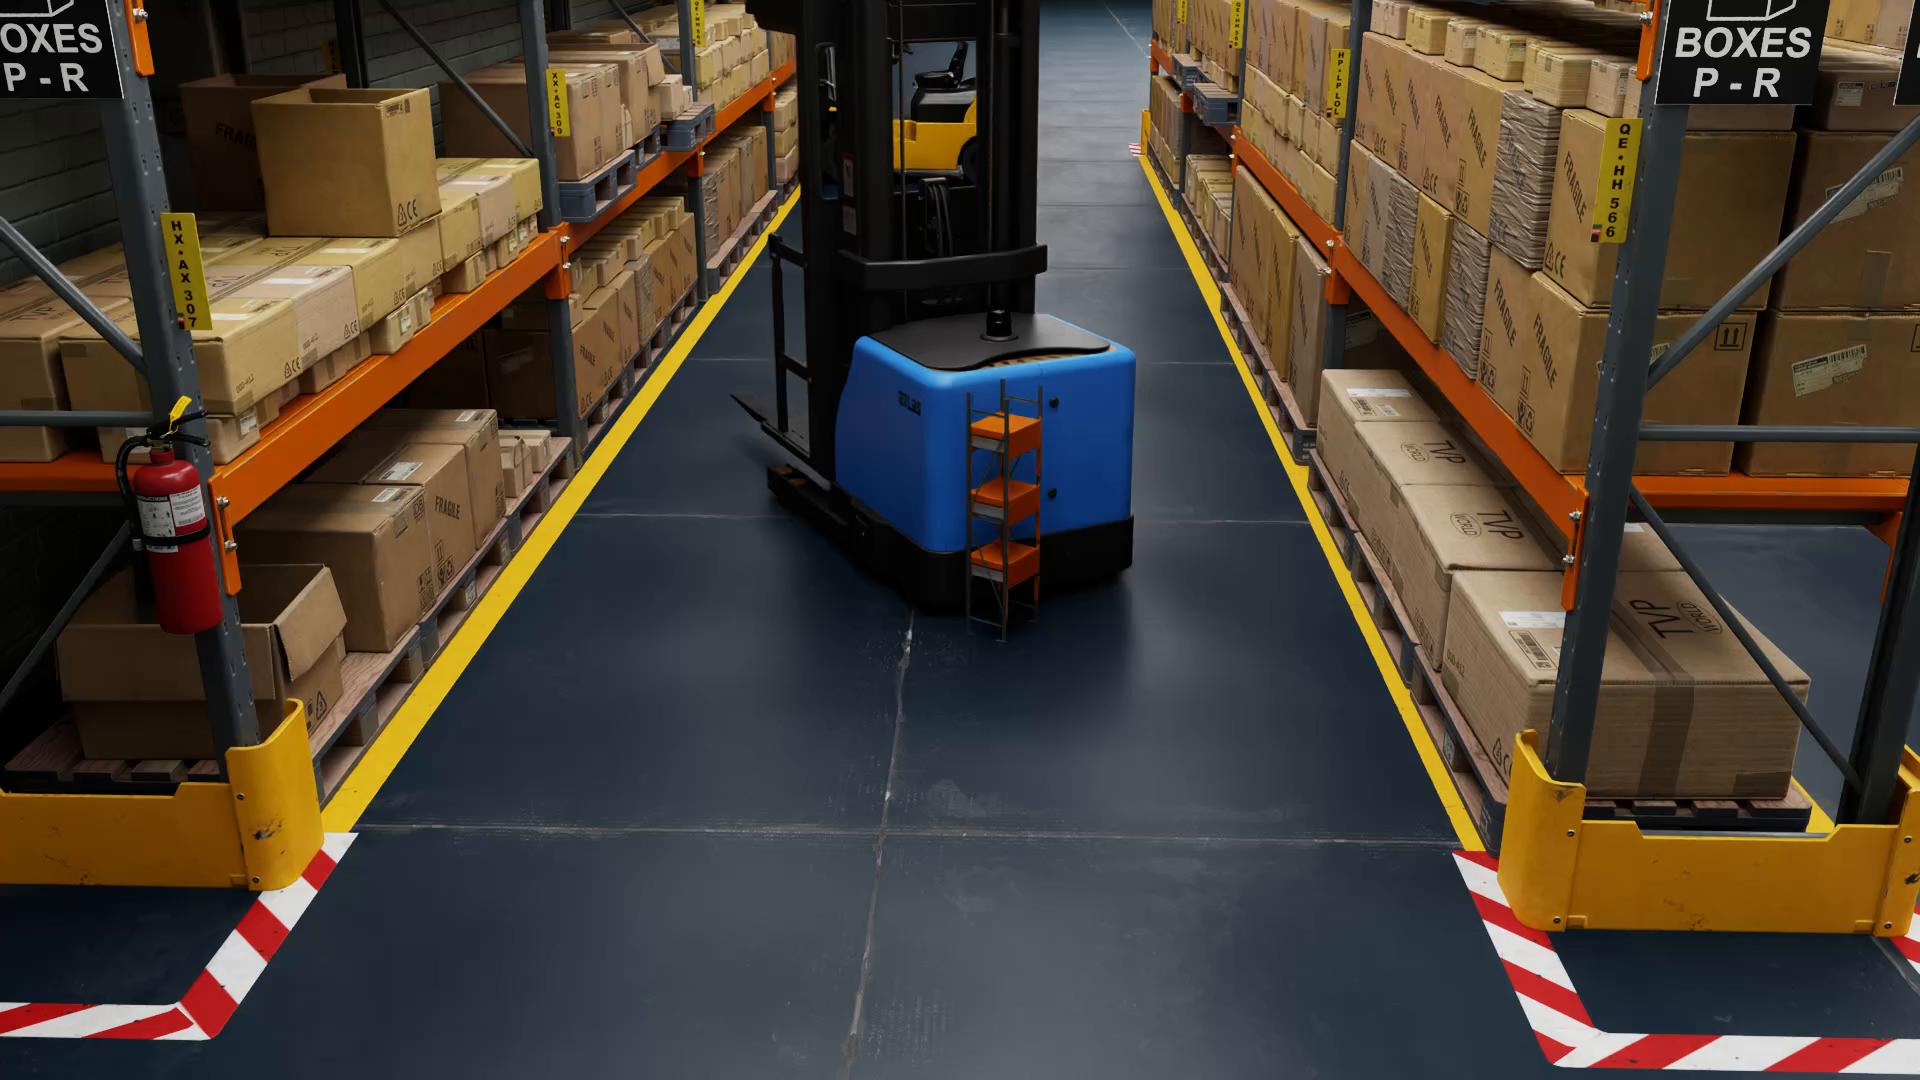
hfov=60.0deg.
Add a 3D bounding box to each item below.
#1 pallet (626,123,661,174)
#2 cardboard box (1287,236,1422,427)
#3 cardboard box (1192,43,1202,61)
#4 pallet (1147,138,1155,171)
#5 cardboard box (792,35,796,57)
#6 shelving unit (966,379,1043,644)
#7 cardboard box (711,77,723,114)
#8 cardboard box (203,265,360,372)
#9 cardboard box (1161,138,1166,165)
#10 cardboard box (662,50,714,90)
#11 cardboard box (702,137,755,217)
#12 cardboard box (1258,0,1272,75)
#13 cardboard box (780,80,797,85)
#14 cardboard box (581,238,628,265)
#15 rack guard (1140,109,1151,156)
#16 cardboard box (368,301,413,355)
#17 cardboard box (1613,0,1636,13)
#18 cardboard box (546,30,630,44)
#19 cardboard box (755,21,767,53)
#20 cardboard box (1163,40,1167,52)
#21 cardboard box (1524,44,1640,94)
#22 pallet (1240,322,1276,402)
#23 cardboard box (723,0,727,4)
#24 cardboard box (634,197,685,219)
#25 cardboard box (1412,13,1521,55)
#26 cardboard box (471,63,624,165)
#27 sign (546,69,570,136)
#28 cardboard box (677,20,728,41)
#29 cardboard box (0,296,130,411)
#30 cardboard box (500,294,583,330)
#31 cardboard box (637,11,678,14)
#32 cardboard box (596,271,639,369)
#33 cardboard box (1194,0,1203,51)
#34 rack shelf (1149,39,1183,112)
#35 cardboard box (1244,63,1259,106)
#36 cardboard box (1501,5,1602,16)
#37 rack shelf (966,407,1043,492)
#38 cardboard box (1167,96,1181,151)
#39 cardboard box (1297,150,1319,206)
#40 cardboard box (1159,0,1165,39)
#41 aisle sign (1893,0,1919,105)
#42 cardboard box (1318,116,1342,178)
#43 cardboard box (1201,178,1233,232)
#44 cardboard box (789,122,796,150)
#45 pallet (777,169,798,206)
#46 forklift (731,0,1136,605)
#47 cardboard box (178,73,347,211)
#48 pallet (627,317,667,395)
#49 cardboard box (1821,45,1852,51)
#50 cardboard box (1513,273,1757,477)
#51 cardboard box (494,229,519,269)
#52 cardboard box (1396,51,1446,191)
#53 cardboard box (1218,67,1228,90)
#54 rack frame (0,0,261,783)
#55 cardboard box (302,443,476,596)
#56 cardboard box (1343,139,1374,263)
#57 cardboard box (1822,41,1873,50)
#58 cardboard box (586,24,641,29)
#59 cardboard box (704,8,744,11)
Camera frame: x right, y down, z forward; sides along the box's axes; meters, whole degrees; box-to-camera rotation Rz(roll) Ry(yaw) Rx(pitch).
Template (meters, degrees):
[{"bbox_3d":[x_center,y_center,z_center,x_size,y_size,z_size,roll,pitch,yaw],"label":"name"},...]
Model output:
[{"bbox_3d":[-2.491,-2.441,10.438,1.003,0.211,1.213,1,21,2],"label":"pallet"},{"bbox_3d":[2.342,-1.164,9.239,0.875,0.875,0.875,1,21,3],"label":"cardboard box"},{"bbox_3d":[2.298,-4.419,15.037,0.380,0.149,0.250,1,21,3],"label":"cardboard box"},{"bbox_3d":[2.706,-4.452,19.211,1.003,0.211,1.213,1,21,2],"label":"pallet"},{"bbox_3d":[-1.990,-5.437,17.757,0.500,0.500,0.500,1,21,2],"label":"cardboard box"},{"bbox_3d":[0.181,-0.117,6.878,0.215,1.050,0.252,14,25,33],"label":"shelving unit"},{"bbox_3d":[-2.158,-3.503,13.118,0.500,0.250,0.500,0,21,0],"label":"cardboard box"},{"bbox_3d":[-2.381,-0.753,5.619,0.500,0.250,0.500,1,21,2],"label":"cardboard box"},{"bbox_3d":[2.422,-4.134,17.756,0.500,0.250,0.500,1,21,2],"label":"cardboard box"},{"bbox_3d":[-2.154,-3.554,12.558,0.500,0.250,0.500,1,21,2],"label":"cardboard box"},{"bbox_3d":[-2.351,-3.299,15.087,0.875,0.625,0.625,0,21,1],"label":"cardboard box"},{"bbox_3d":[2.260,-3.338,10.964,0.500,0.500,0.500,1,21,2],"label":"cardboard box"},{"bbox_3d":[-1.910,-4.969,18.527,0.500,0.250,0.500,1,21,2],"label":"cardboard box"},{"bbox_3d":[-2.325,-1.818,10.545,0.380,0.149,0.250,1,21,2],"label":"cardboard box"},{"bbox_3d":[2.766,-4.880,19.915,1.175,0.500,0.348,1,21,2],"label":"rack guard"},{"bbox_3d":[-2.306,-0.805,6.304,0.380,0.149,0.250,0,21,0],"label":"cardboard box"},{"bbox_3d":[7.616,-5.590,18.081,0.875,0.550,0.550,1,21,2],"label":"cardboard box"},{"bbox_3d":[-2.608,-3.291,11.646,0.500,0.500,0.500,2,21,4],"label":"cardboard box"},{"bbox_3d":[-2.074,-4.663,15.415,0.500,0.250,0.500,0,21,0],"label":"cardboard box"},{"bbox_3d":[2.441,-5.463,18.310,0.380,0.149,0.250,1,21,3],"label":"cardboard box"},{"bbox_3d":[2.049,-1.512,5.361,0.380,0.149,0.250,1,21,3],"label":"cardboard box"},{"bbox_3d":[2.386,-1.156,10.716,1.003,0.211,1.213,1,21,2],"label":"pallet"},{"bbox_3d":[-2.502,-5.517,17.067,0.380,0.149,0.250,1,21,3],"label":"cardboard box"},{"bbox_3d":[-2.198,-2.385,12.007,0.380,0.149,0.250,0,21,-1],"label":"cardboard box"},{"bbox_3d":[2.071,-2.067,6.793,0.380,0.149,0.250,0,21,0],"label":"cardboard box"},{"bbox_3d":[-2.304,-2.389,9.321,0.700,0.500,0.500,1,21,2],"label":"cardboard box"},{"bbox_3d":[-2.015,-2.188,8.324,0.100,0.325,0.005,1,21,2],"label":"sign"},{"bbox_3d":[-2.103,-4.161,13.572,0.380,0.149,0.250,1,21,3],"label":"cardboard box"},{"bbox_3d":[-2.931,-0.579,5.170,0.500,0.250,0.500,1,21,3],"label":"cardboard box"},{"bbox_3d":[-2.281,-1.247,9.074,0.380,0.149,0.250,2,21,4],"label":"cardboard box"},{"bbox_3d":[-2.629,-4.535,14.535,0.380,0.149,0.250,1,21,2],"label":"cardboard box"},{"bbox_3d":[-2.292,-1.363,10.270,0.500,0.500,0.500,0,21,0],"label":"cardboard box"},{"bbox_3d":[2.303,-4.481,14.302,0.500,0.500,0.500,1,21,1],"label":"cardboard box"},{"bbox_3d":[2.708,-5.014,17.800,1.077,0.370,4.000,1,21,2],"label":"rack shelf"},{"bbox_3d":[2.263,-3.163,11.550,0.500,0.250,0.500,0,21,1],"label":"cardboard box"},{"bbox_3d":[2.578,-2.250,7.264,0.380,0.149,0.250,1,21,2],"label":"cardboard box"},{"bbox_3d":[0.181,-0.371,6.779,0.215,0.259,0.240,14,25,33],"label":"rack shelf"},{"bbox_3d":[2.410,-4.291,17.125,0.500,0.500,0.500,1,21,3],"label":"cardboard box"},{"bbox_3d":[2.182,-2.013,9.278,0.500,0.250,0.500,0,21,1],"label":"cardboard box"},{"bbox_3d":[2.450,-5.718,18.070,0.500,0.500,0.500,0,21,1],"label":"cardboard box"},{"bbox_3d":[2.570,-1.470,4.078,0.394,0.787,0.004,1,21,2],"label":"aisle sign"},{"bbox_3d":[2.174,-2.059,8.705,0.500,0.250,0.500,1,21,2],"label":"cardboard box"},{"bbox_3d":[2.596,-2.896,14.398,0.950,0.372,0.625,1,21,3],"label":"cardboard box"},{"bbox_3d":[-1.978,-4.180,17.186,0.500,0.250,0.500,1,21,1],"label":"cardboard box"},{"bbox_3d":[-2.249,-3.667,17.187,1.003,0.211,1.213,1,21,2],"label":"pallet"},{"bbox_3d":[-0.339,-1.581,8.051,1.130,2.935,3.031,-10,24,-25],"label":"forklift"},{"bbox_3d":[-2.869,-1.670,6.946,0.500,0.500,0.500,0,21,0],"label":"cardboard box"},{"bbox_3d":[-2.537,-1.224,10.892,1.003,0.211,1.213,1,21,2],"label":"pallet"},{"bbox_3d":[2.619,-1.512,5.361,0.380,0.149,0.250,0,21,0],"label":"cardboard box"},{"bbox_3d":[2.032,-0.512,5.063,0.500,0.500,0.500,1,21,2],"label":"cardboard box"},{"bbox_3d":[-2.285,-1.363,7.743,0.380,0.149,0.250,1,21,3],"label":"cardboard box"},{"bbox_3d":[2.098,-1.710,6.768,0.500,0.500,0.500,1,21,3],"label":"cardboard box"},{"bbox_3d":[2.199,-3.569,12.848,0.380,0.149,0.250,0,21,1],"label":"cardboard box"},{"bbox_3d":[-2.680,-0.341,4.761,1.000,3.000,0.127,1,21,2],"label":"rack frame"},{"bbox_3d":[-2.385,-0.090,6.990,0.500,0.500,0.500,1,21,3],"label":"cardboard box"},{"bbox_3d":[2.128,-1.614,7.903,0.500,0.500,0.500,1,21,3],"label":"cardboard box"},{"bbox_3d":[7.253,-3.736,13.372,0.500,0.500,0.500,0,21,1],"label":"cardboard box"},{"bbox_3d":[-2.726,-3.981,13.107,0.380,0.149,0.250,0,21,1],"label":"cardboard box"},{"bbox_3d":[-2.153,-4.721,15.016,0.380,0.149,0.250,1,21,2],"label":"cardboard box"}]
